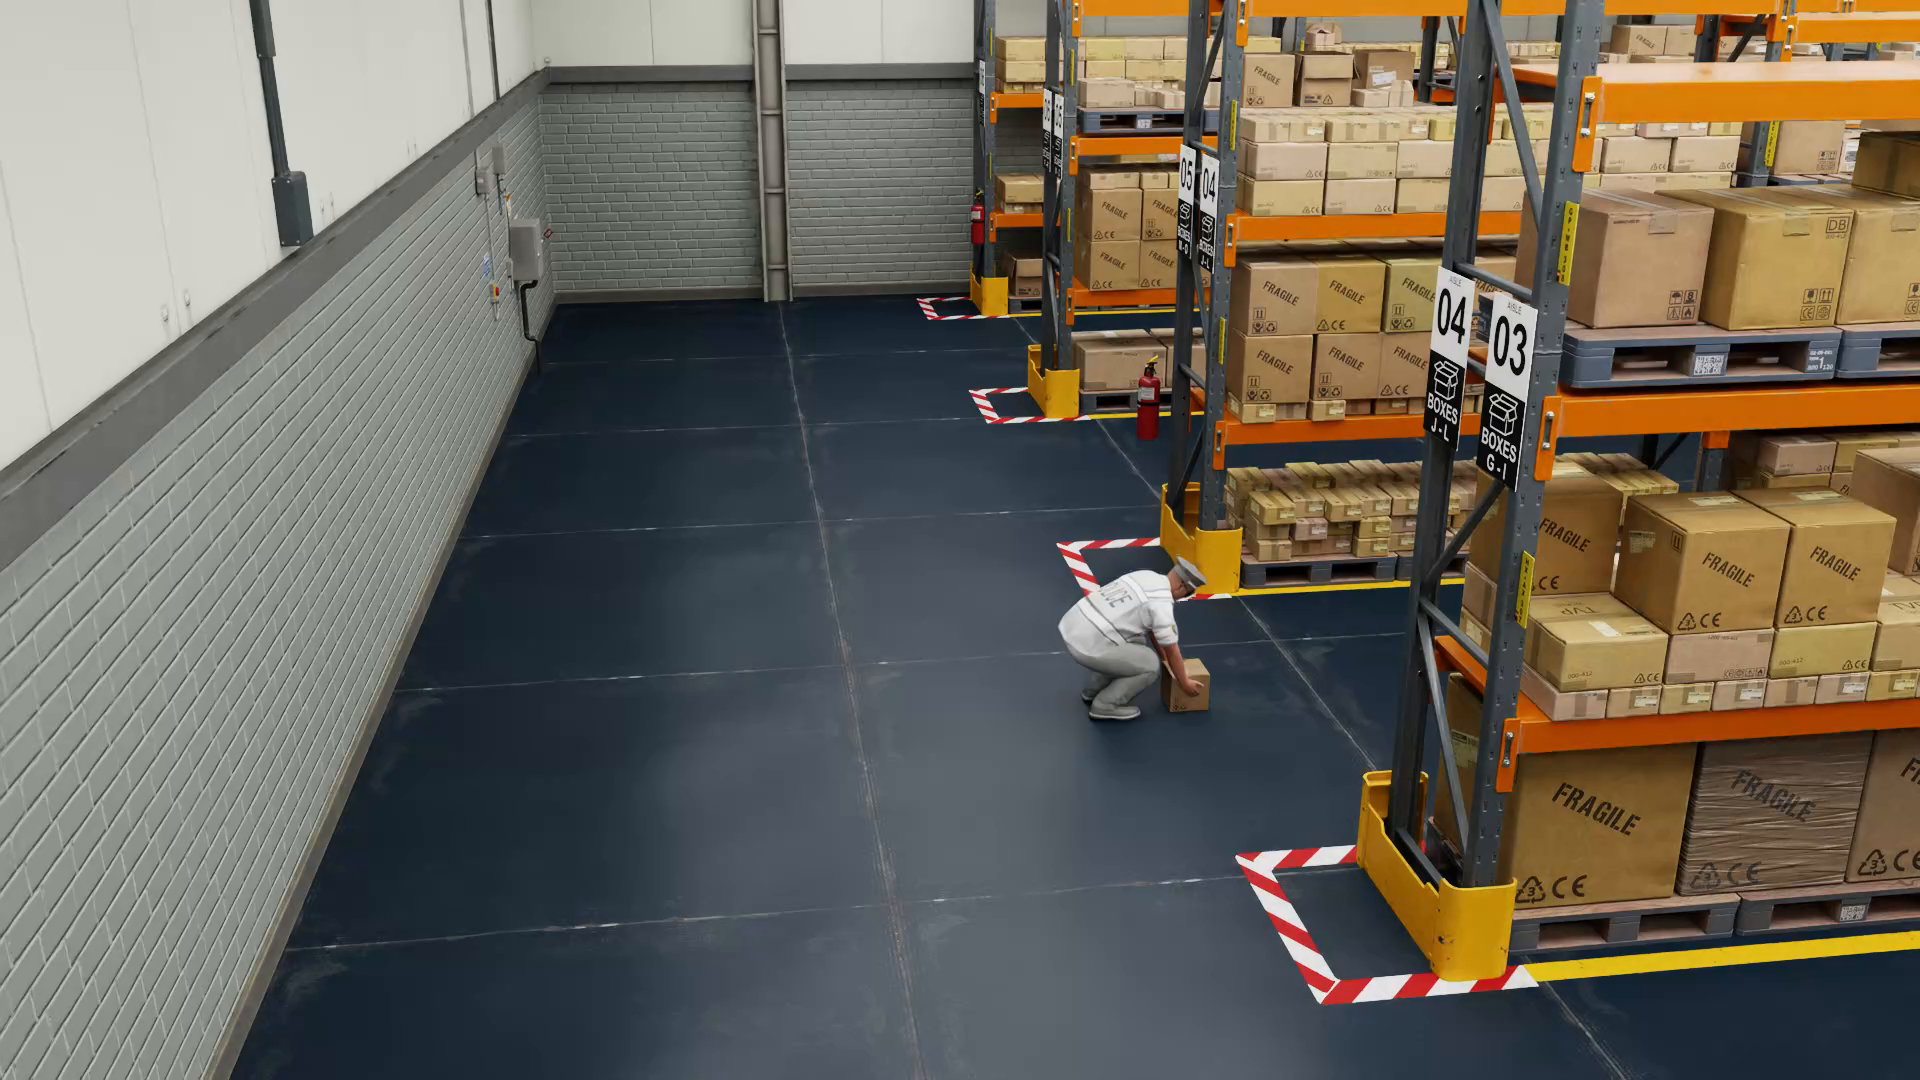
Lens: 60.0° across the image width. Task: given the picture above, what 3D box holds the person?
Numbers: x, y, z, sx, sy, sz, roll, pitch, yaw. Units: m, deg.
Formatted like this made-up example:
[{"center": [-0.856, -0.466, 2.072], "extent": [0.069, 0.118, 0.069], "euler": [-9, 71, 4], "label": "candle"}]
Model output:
[{"center": [1.099, 0.605, 10.544], "extent": [0.951, 0.973, 0.563], "euler": [-3, 20, -8], "label": "person"}]
